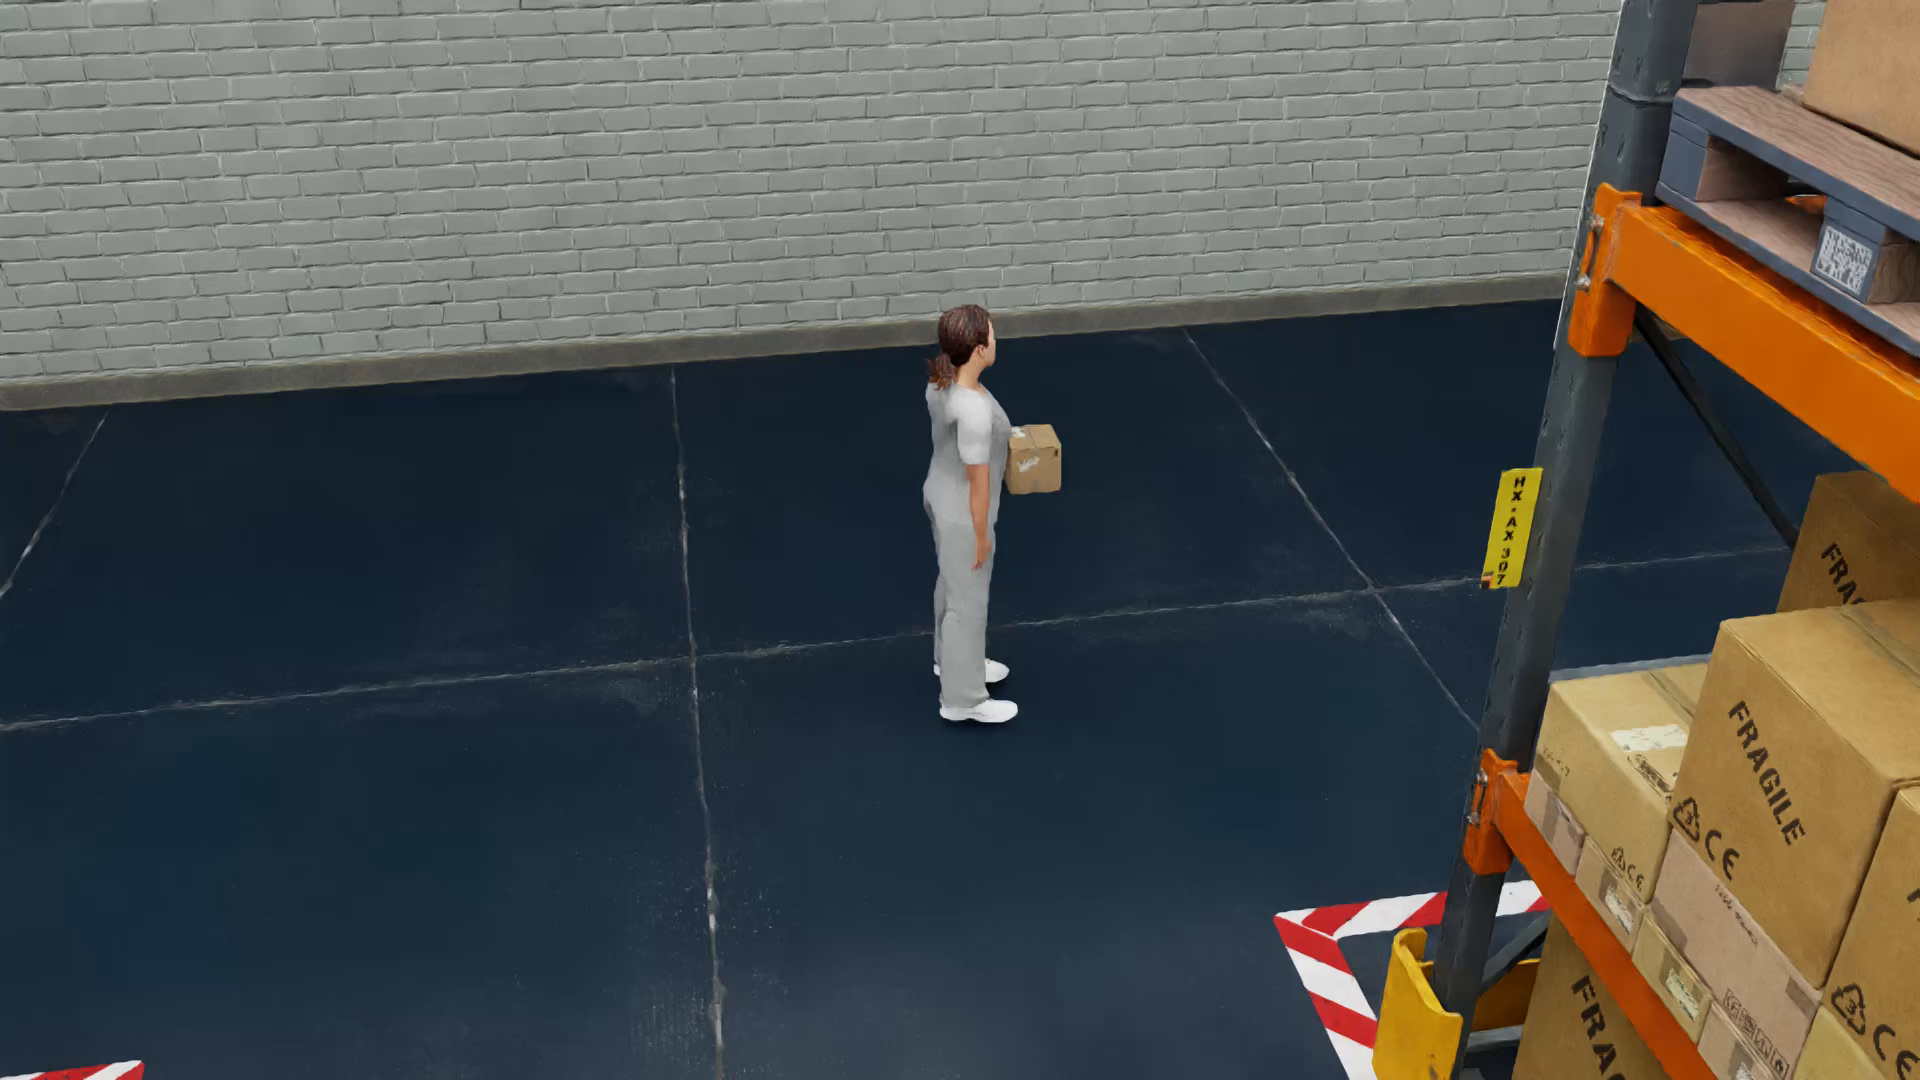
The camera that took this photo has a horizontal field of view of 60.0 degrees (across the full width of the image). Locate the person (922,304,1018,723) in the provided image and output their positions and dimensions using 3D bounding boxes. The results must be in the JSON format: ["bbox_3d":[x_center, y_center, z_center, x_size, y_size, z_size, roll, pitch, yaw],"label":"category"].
[{"bbox_3d":[0.036,-0.104,6.264,0.372,1.681,0.492,-9,32,-14],"label":"person"}]
